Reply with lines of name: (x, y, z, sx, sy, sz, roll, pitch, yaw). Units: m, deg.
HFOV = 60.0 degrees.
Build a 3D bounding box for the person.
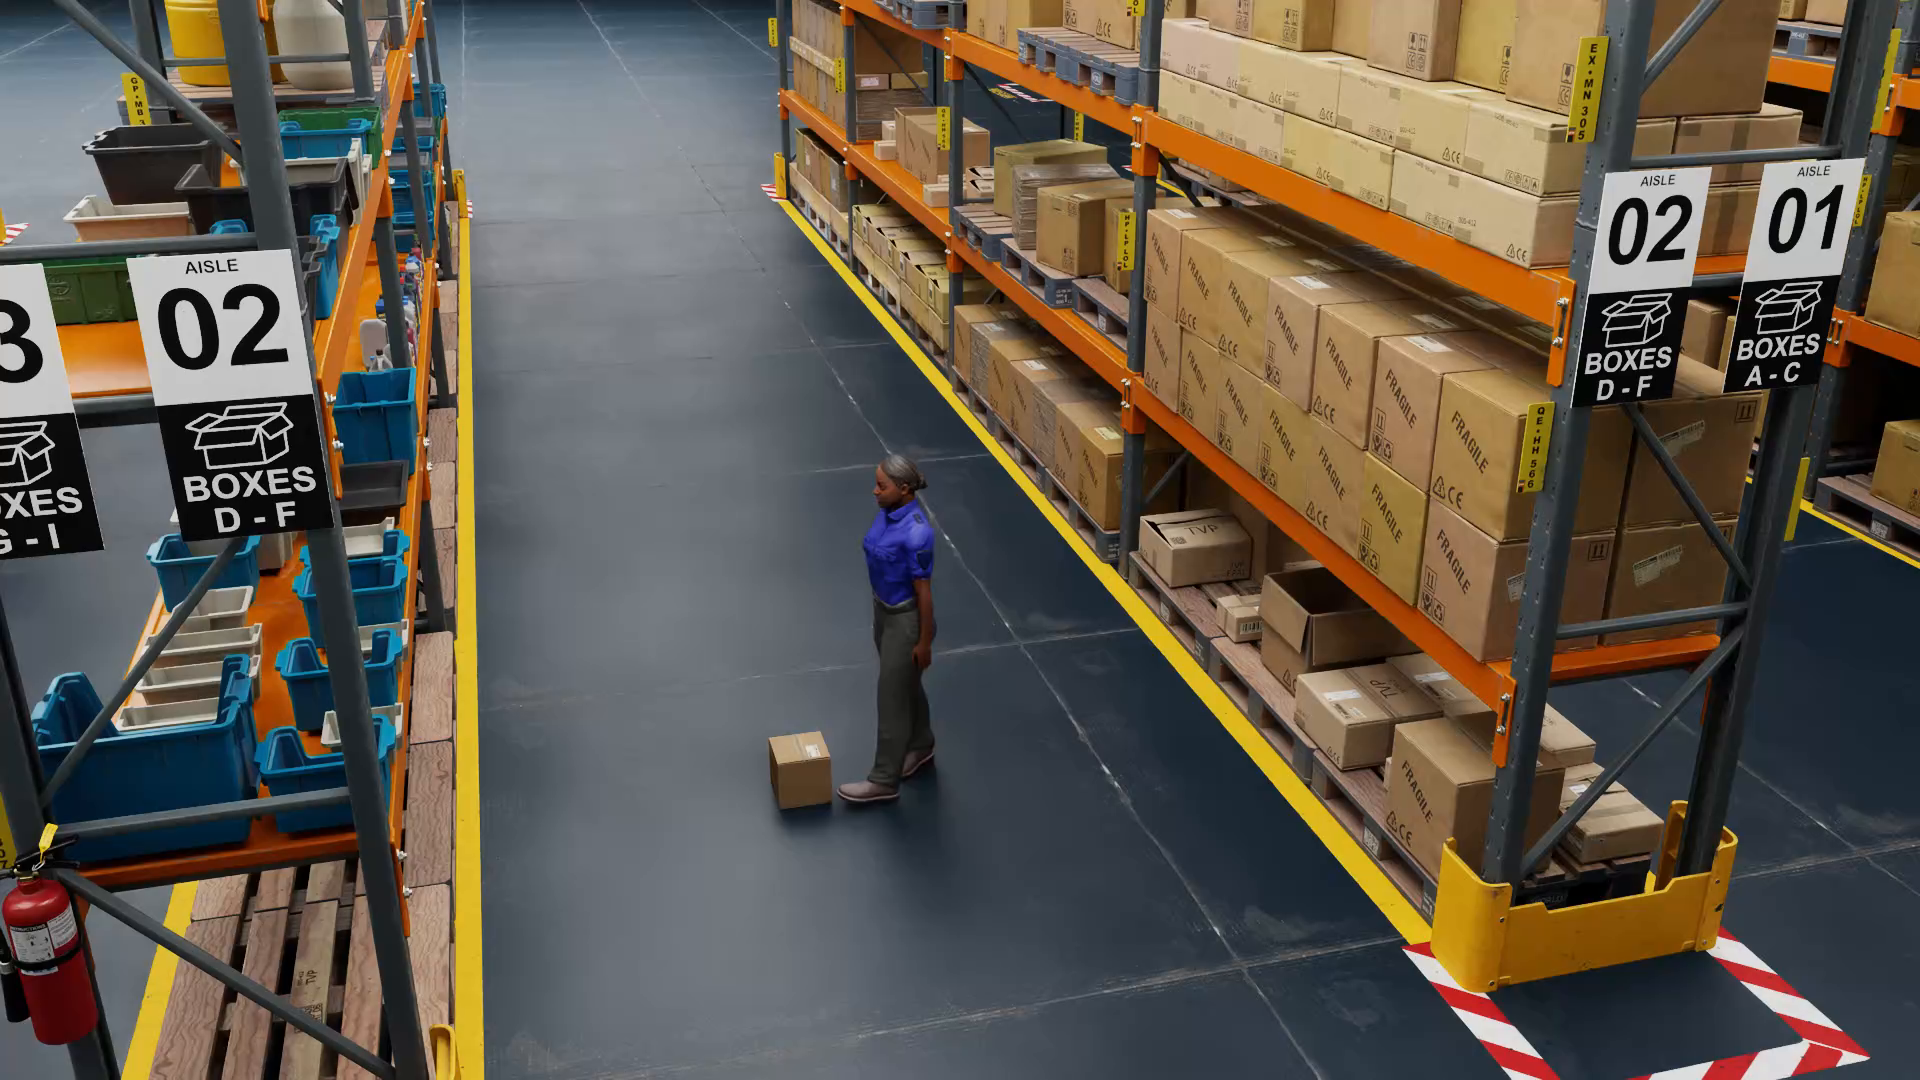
person: (-0.342, 0.401, 7.655, 0.576, 1.661, 0.463, -9, 25, -21)
